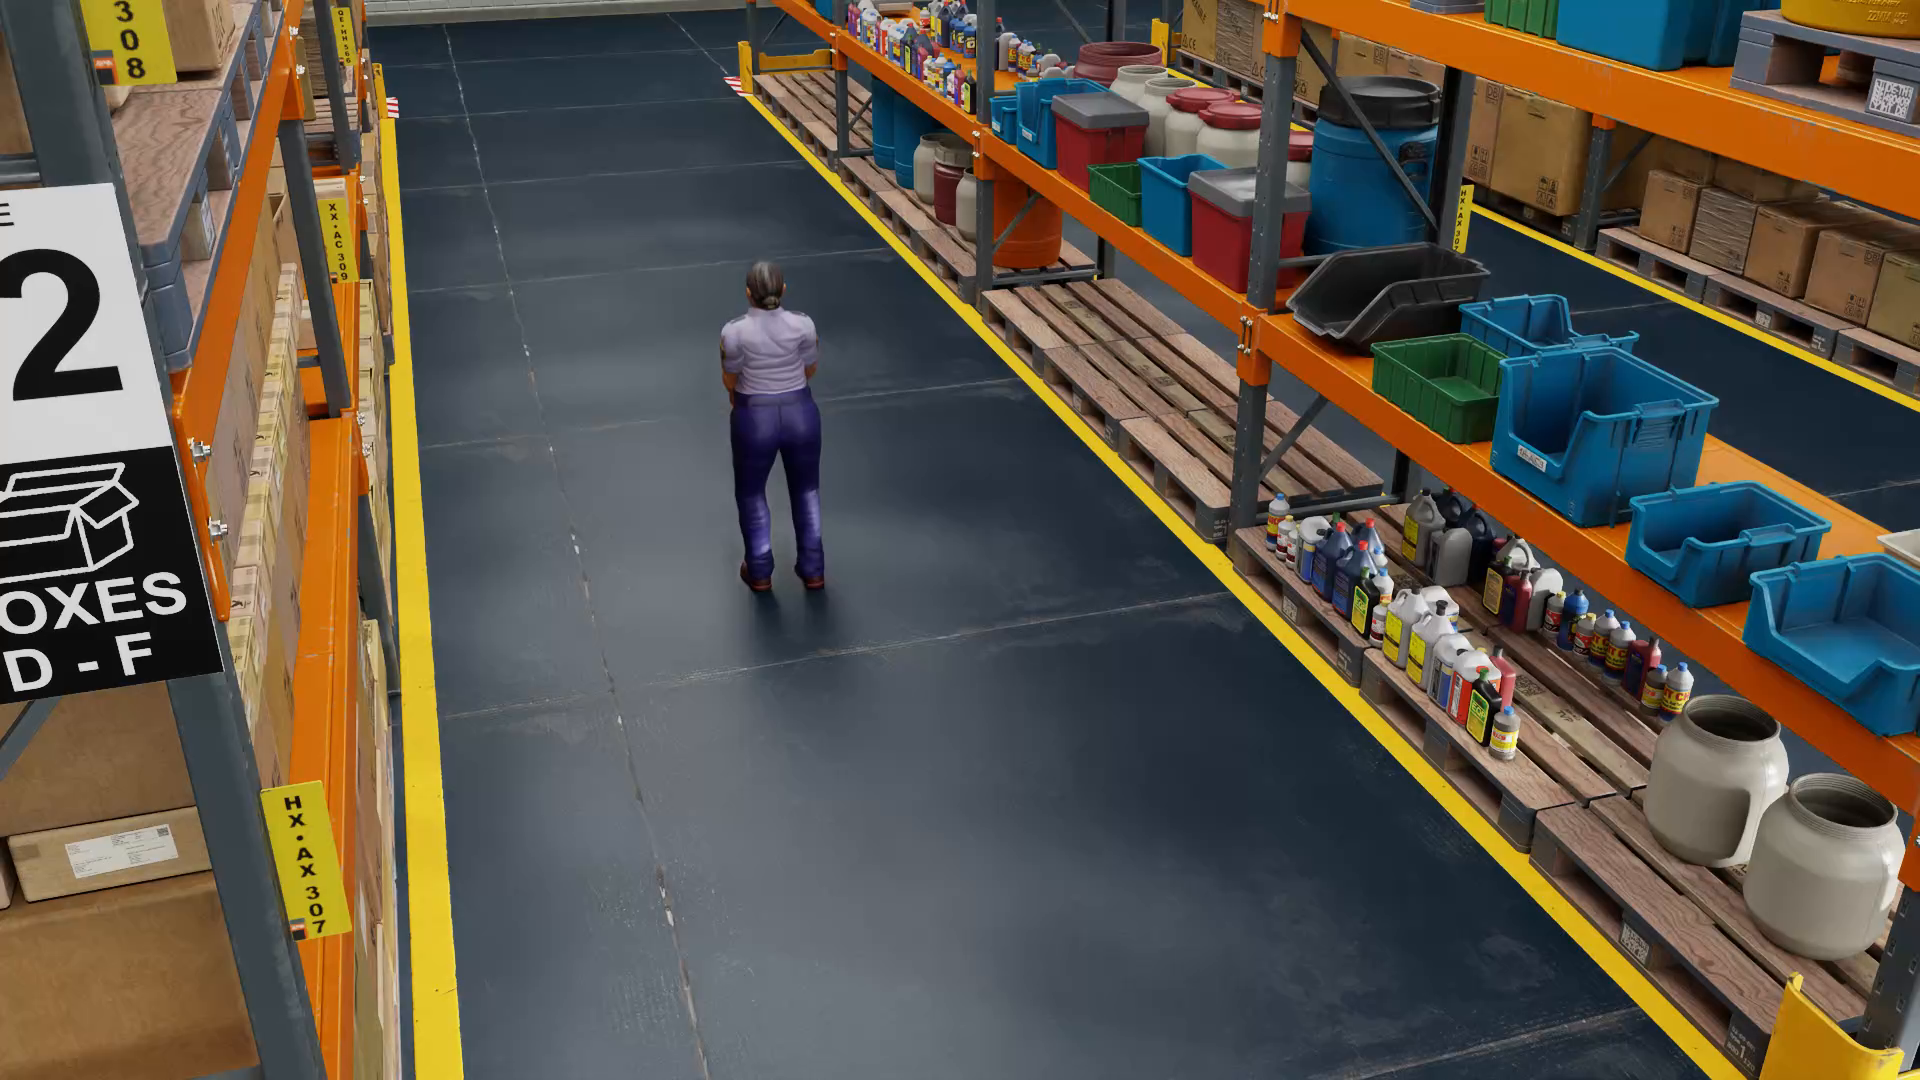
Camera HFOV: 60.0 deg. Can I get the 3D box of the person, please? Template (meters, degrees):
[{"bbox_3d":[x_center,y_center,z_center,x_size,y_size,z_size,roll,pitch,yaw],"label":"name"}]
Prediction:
[{"bbox_3d":[-0.883,-0.550,7.749,0.453,1.636,0.524,-8,28,-15],"label":"person"}]
